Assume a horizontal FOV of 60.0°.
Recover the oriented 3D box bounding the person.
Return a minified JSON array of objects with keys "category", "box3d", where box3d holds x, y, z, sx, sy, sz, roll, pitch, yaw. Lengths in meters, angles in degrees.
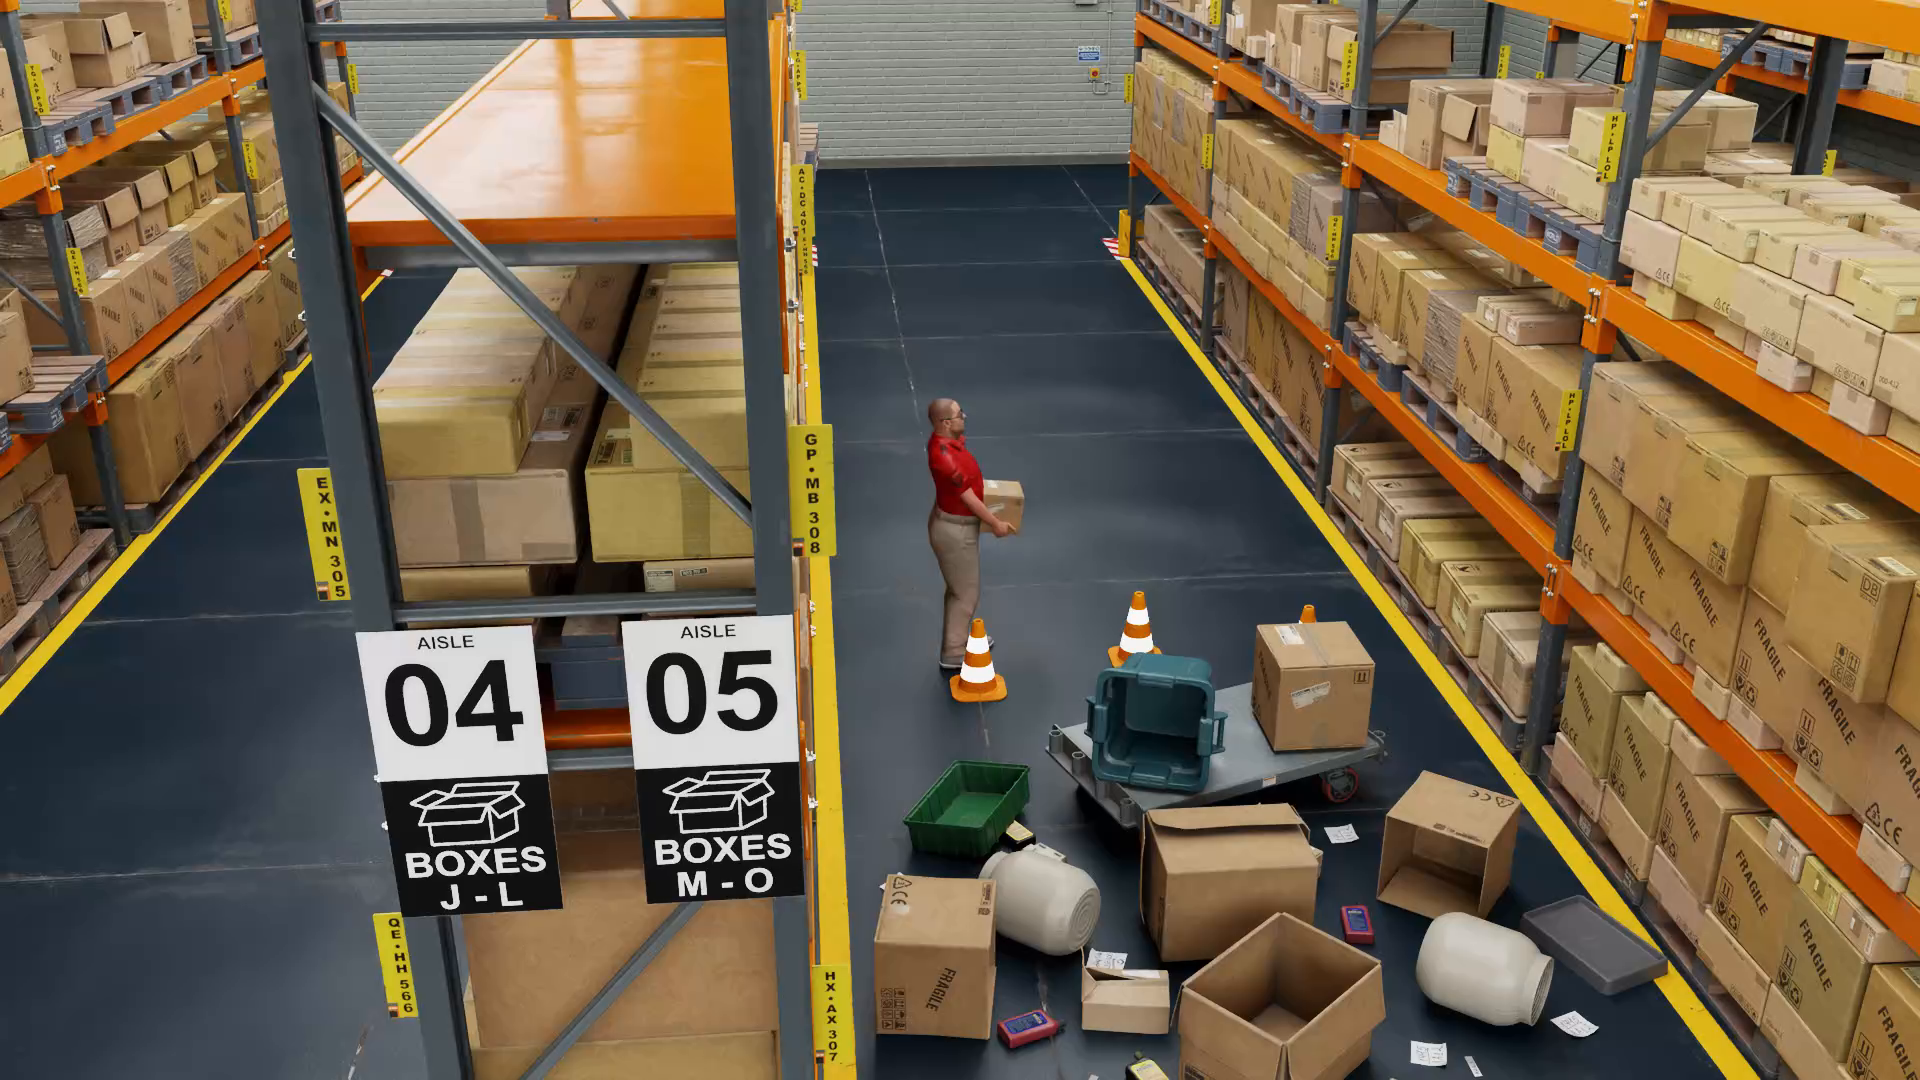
[{"category":"person","box3d":[0.065,-0.059,10.270,0.530,1.712,0.493,-2,24,-5]}]
